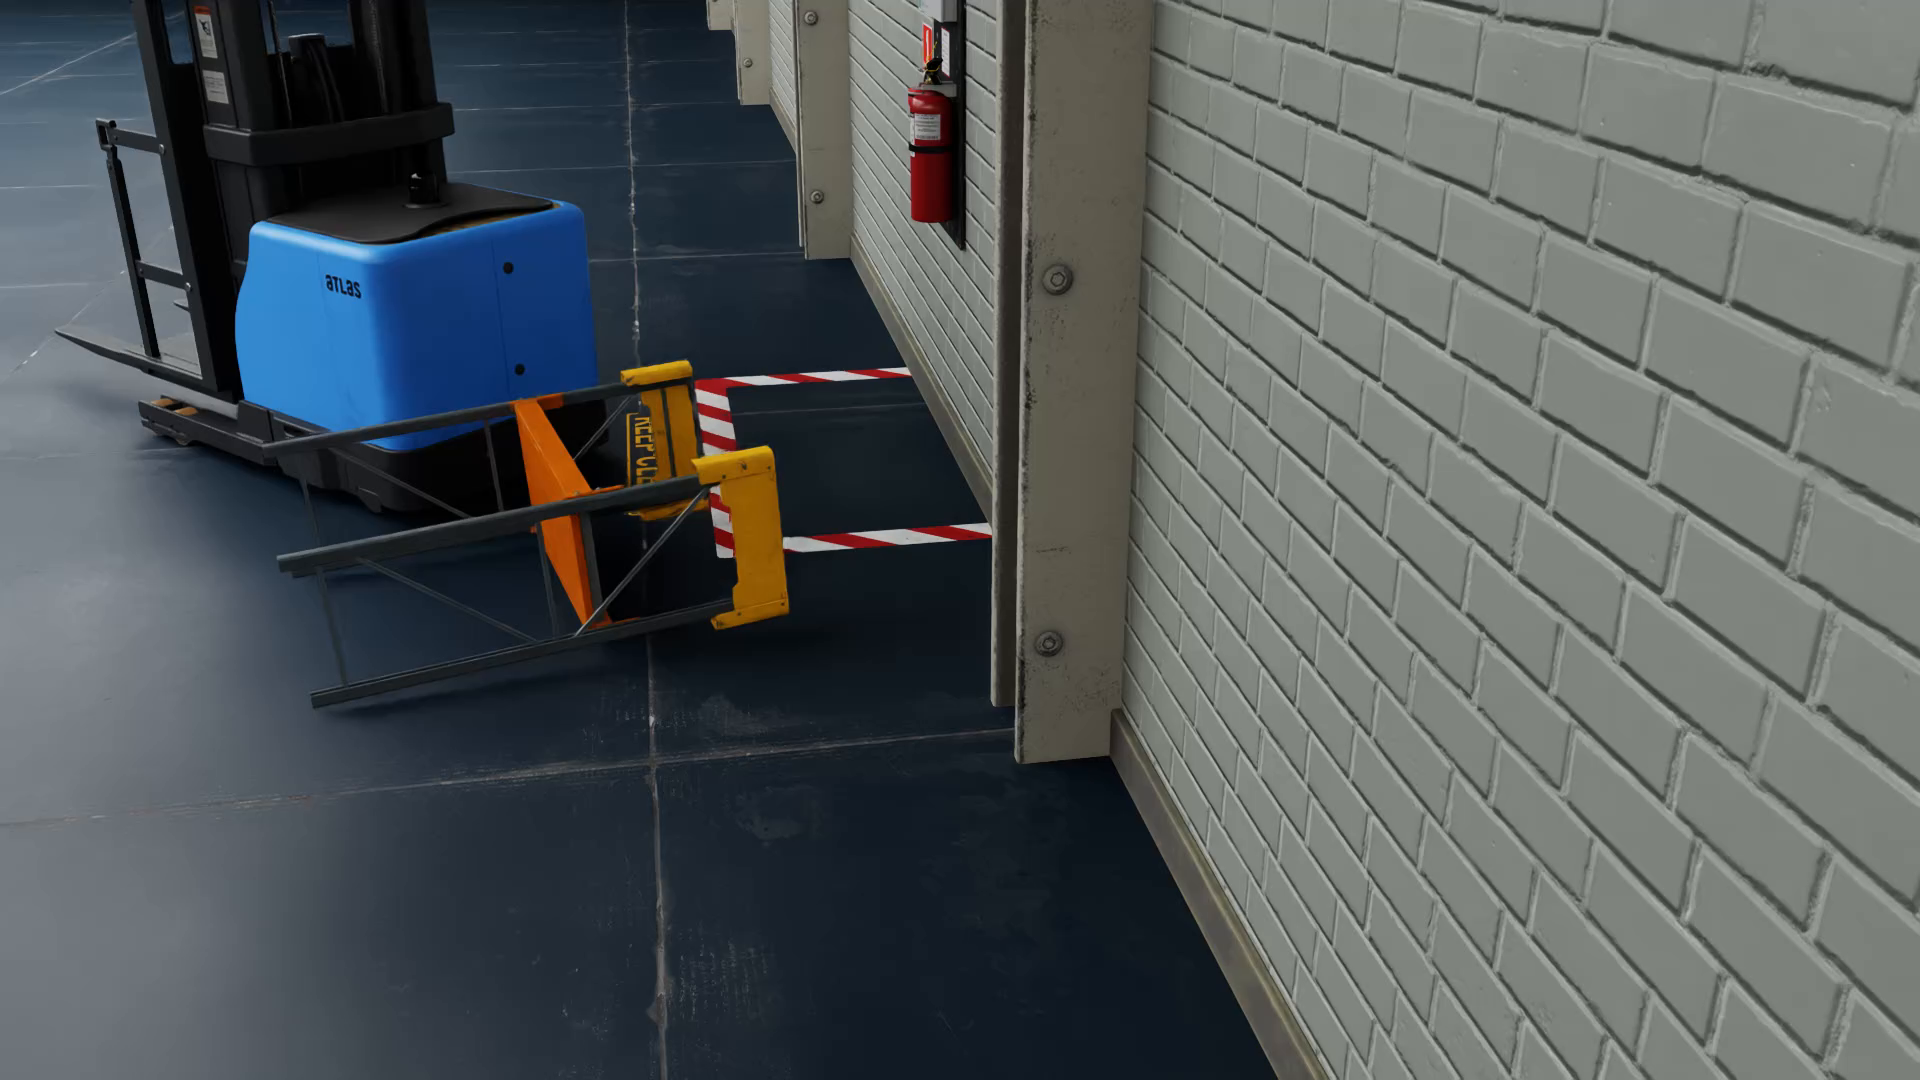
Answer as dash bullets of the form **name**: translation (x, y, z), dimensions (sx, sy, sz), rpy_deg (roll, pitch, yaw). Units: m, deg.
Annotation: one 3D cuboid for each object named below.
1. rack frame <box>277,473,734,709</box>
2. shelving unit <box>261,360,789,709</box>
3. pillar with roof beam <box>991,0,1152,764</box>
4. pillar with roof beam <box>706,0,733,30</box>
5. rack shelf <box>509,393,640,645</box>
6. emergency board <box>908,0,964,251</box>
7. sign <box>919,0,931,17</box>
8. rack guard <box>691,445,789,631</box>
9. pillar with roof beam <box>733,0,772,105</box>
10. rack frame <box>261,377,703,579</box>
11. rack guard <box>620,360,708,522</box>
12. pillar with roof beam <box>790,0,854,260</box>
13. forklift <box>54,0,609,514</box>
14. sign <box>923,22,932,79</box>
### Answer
- **rack frame**: translation (-1.282, 0.125, 5.187), dimensions (1.500, 0.500, 0.032), rpy_deg (-13, 26, -20)
- **shelving unit**: translation (-1.481, -0.058, 5.607), dimensions (1.500, 0.587, 1.083), rpy_deg (-13, 26, -20)
- **pillar with roof beam**: translation (-3.949, -3.251, 2.451), dimensions (9.100, 9.000, 0.400), rpy_deg (-4, 24, -10)
- **pillar with roof beam**: translation (-7.277, -10.331, 18.661), dimensions (9.100, 9.000, 0.400), rpy_deg (-4, 24, -10)
- **rack shelf**: translation (-1.320, -0.098, 5.676), dimensions (0.185, 0.538, 1.000), rpy_deg (-13, 26, -20)
- **emergency board**: translation (-0.138, -1.795, 6.613), dimensions (0.194, 1.169, 0.643), rpy_deg (-4, 24, -10)
- **sign**: translation (-0.146, -2.277, 7.009), dimensions (0.001, 0.109, 0.331), rpy_deg (-4, 24, -10)
- **rack guard**: translation (-0.710, -0.003, 5.403), dimensions (0.250, 0.587, 0.087), rpy_deg (-13, 26, -20)
- **pillar with roof beam**: translation (-6.168, -7.971, 13.258), dimensions (9.100, 9.000, 0.400), rpy_deg (-4, 24, -10)
- **rack frame**: translation (-1.687, -0.248, 6.042), dimensions (1.500, 0.500, 0.032), rpy_deg (-13, 26, -20)
- **rack guard**: translation (-1.106, -0.369, 6.241), dimensions (0.250, 0.587, 0.087), rpy_deg (-13, 26, -20)
- **pillar with roof beam**: translation (-5.058, -5.611, 7.854), dimensions (9.100, 9.000, 0.400), rpy_deg (-4, 24, -10)
- **forklift**: translation (-2.968, -1.900, 6.939), dimensions (3.031, 2.935, 1.130), rpy_deg (17, 29, 34)
- **sign**: translation (-0.138, -2.037, 7.121), dimensions (0.001, 0.329, 0.234), rpy_deg (-4, 24, -10)
